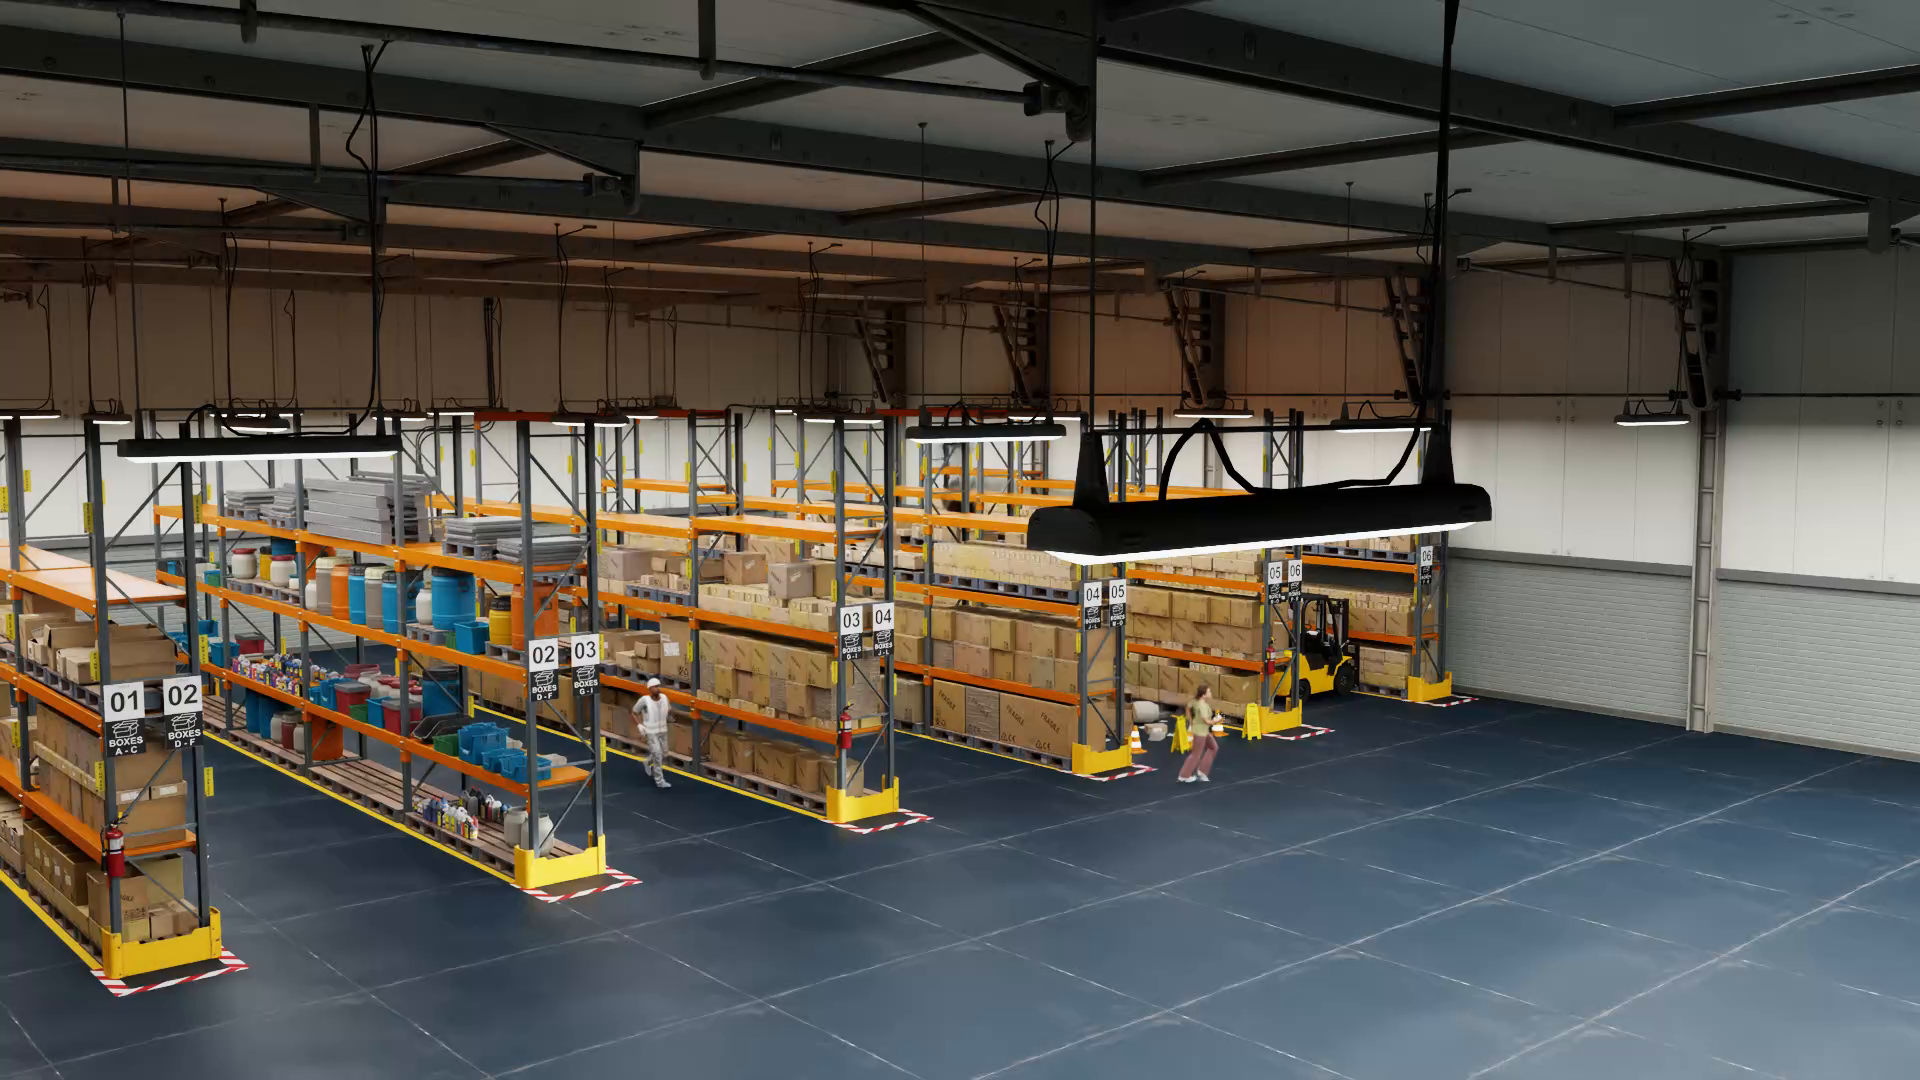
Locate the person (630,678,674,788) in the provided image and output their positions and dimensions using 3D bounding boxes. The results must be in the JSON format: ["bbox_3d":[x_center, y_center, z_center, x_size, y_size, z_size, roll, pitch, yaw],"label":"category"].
[{"bbox_3d":[-4.945,3.096,26.837,0.688,1.755,0.802,-5,7,-44],"label":"person"}]

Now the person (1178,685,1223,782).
[{"bbox_3d":[3.898,3.152,26.890,0.719,1.665,0.593,0,5,4],"label":"person"}]
